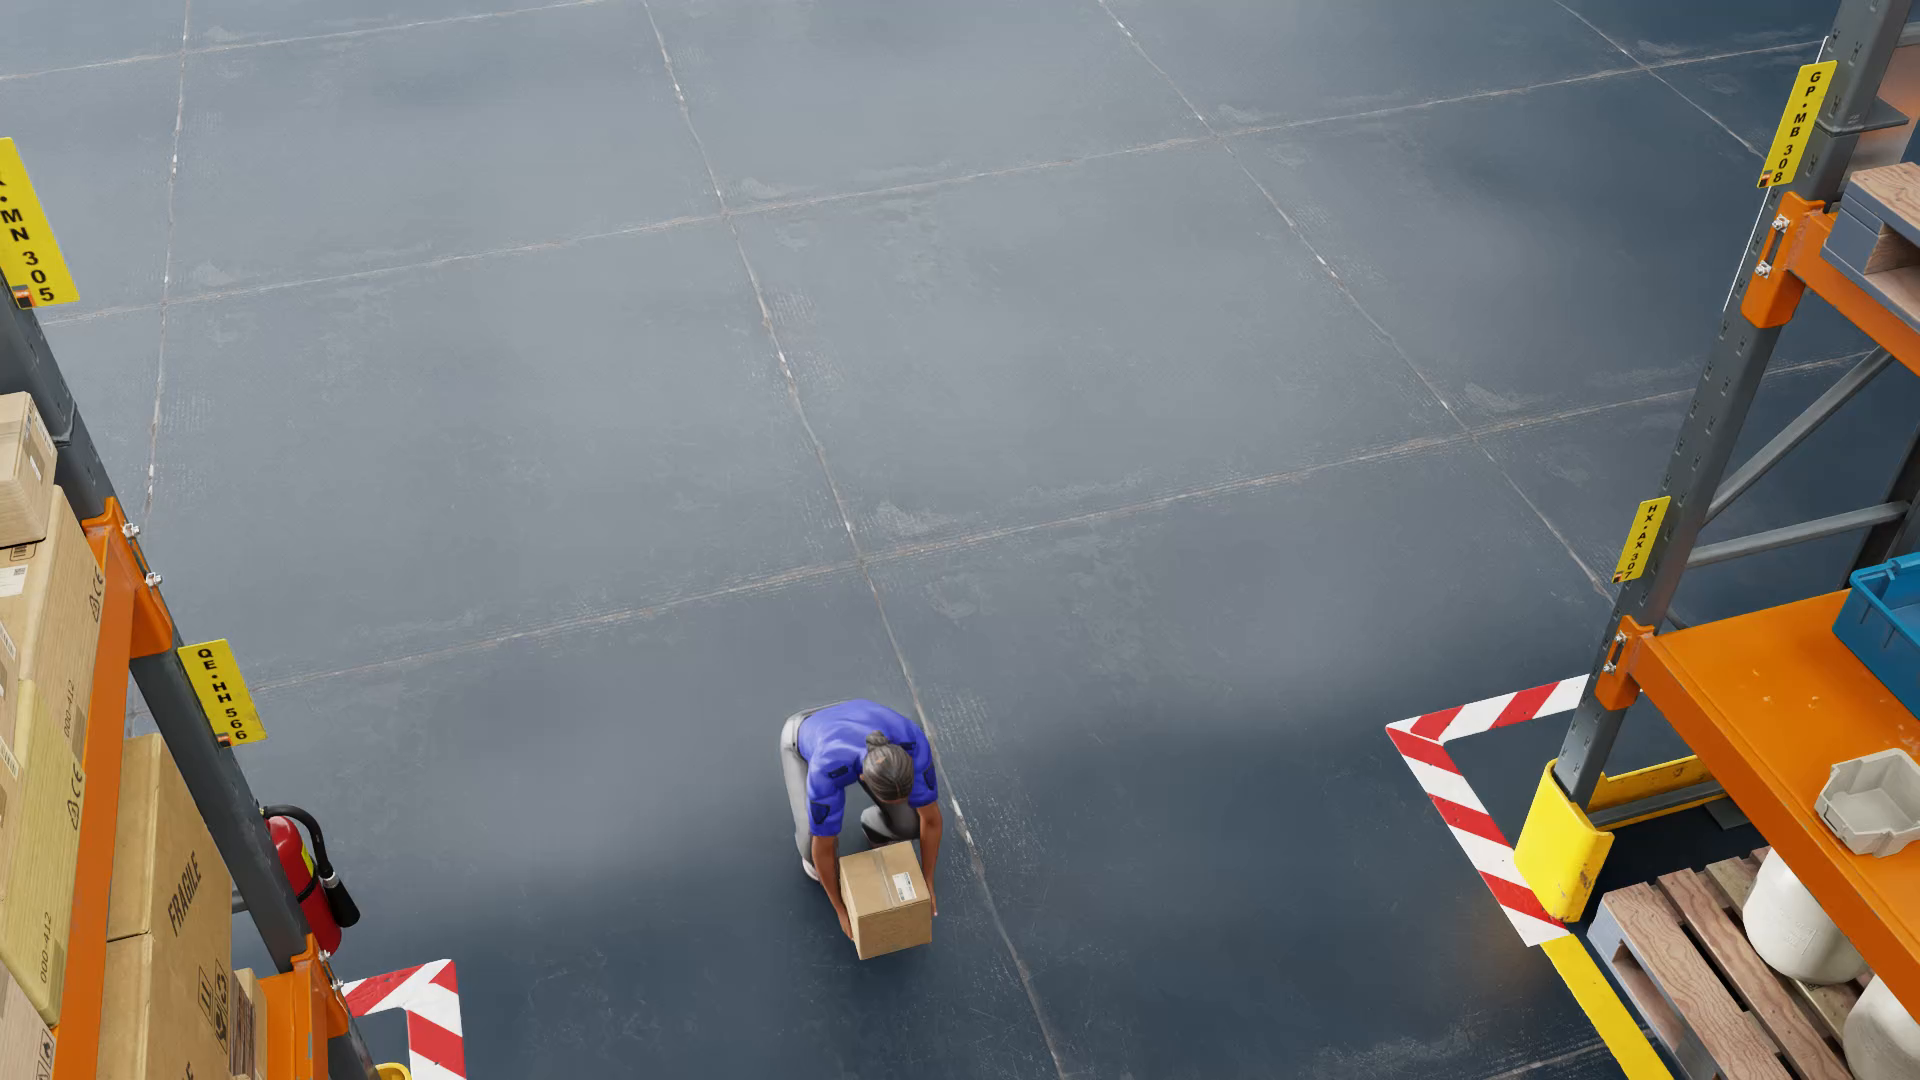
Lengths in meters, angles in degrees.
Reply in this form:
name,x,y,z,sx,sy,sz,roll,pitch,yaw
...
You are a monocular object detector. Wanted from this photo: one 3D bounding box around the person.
name,x,y,z,sx,sy,sz,roll,pitch,yaw
person,-0.345,0.874,5.752,0.482,0.936,0.824,-12,44,-13
